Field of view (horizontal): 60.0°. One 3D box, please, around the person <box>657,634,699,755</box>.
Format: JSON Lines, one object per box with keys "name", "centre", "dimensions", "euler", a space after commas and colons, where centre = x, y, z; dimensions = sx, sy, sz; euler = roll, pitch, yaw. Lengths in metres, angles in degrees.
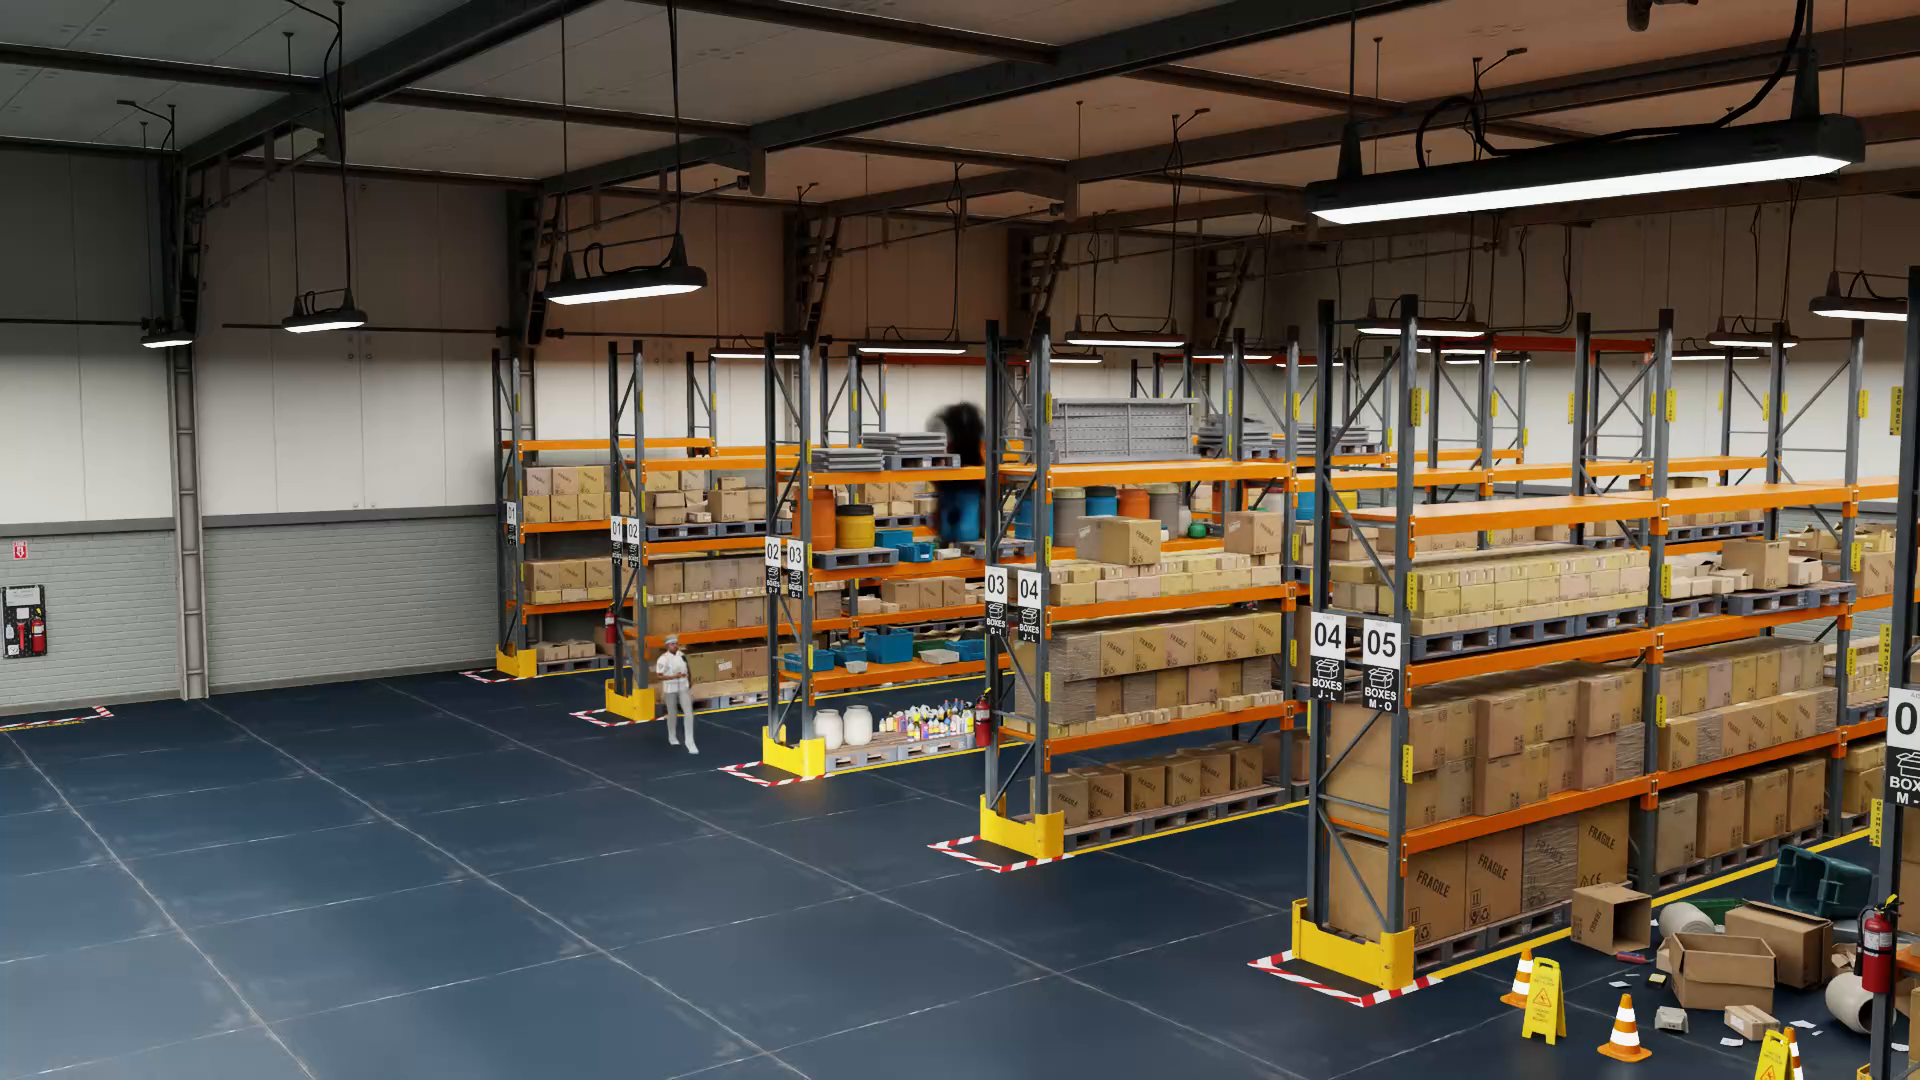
{"name": "person", "centre": [-4.132, 2.217, 24.048], "dimensions": [0.563, 1.758, 0.724], "euler": [-2, 6, -25]}
